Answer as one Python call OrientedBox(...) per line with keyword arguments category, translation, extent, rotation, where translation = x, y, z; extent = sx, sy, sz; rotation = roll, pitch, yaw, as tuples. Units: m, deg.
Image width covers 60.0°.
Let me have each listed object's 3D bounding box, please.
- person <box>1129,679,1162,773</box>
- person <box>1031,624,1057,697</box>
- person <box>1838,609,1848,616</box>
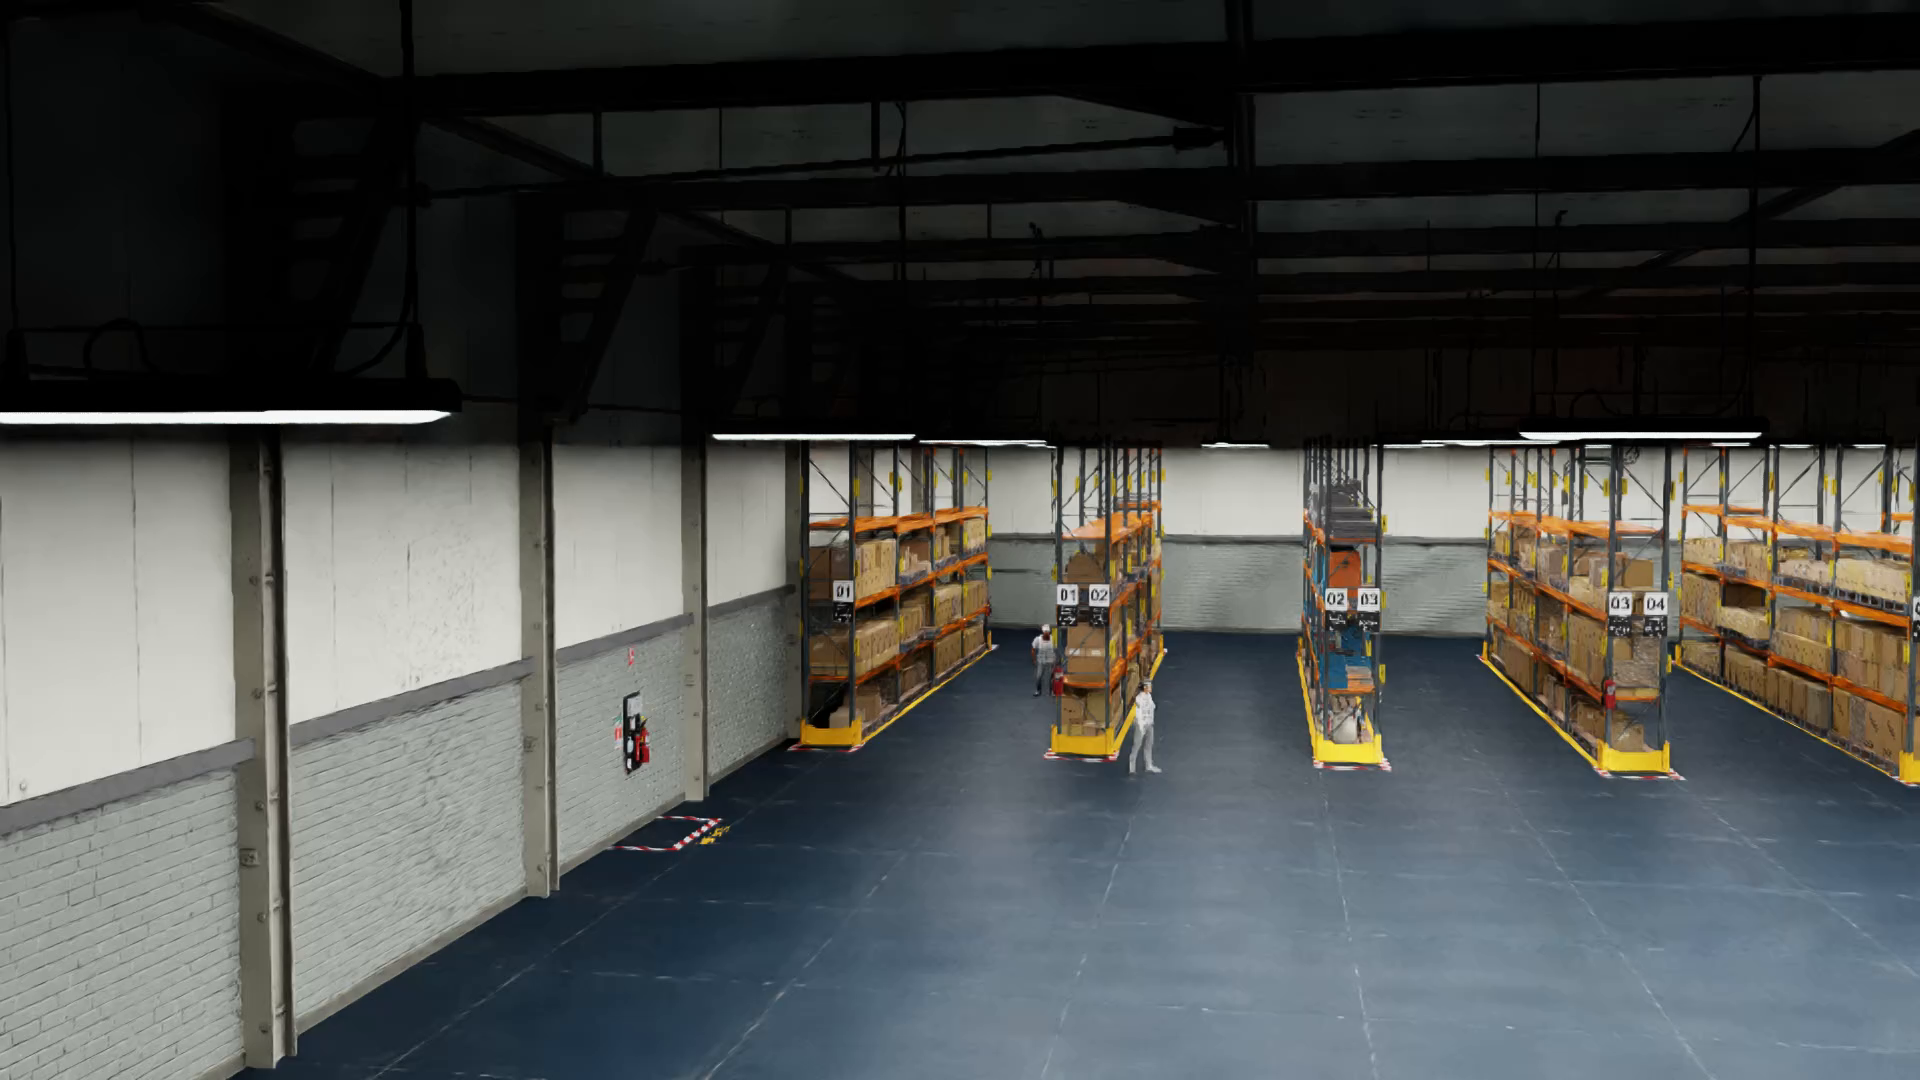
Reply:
OrientedBox(category="person", translation=(3.257, 3.290, 29.497), extent=(0.475, 1.675, 0.571), rotation=(2, 4, 36))
OrientedBox(category="person", translation=(1.992, 2.794, 38.455), extent=(0.719, 1.714, 0.578), rotation=(0, 3, 8))
OrientedBox(category="person", translation=(23.823, 2.475, 44.867), extent=(0.534, 1.666, 0.571), rotation=(-1, 3, -18))
